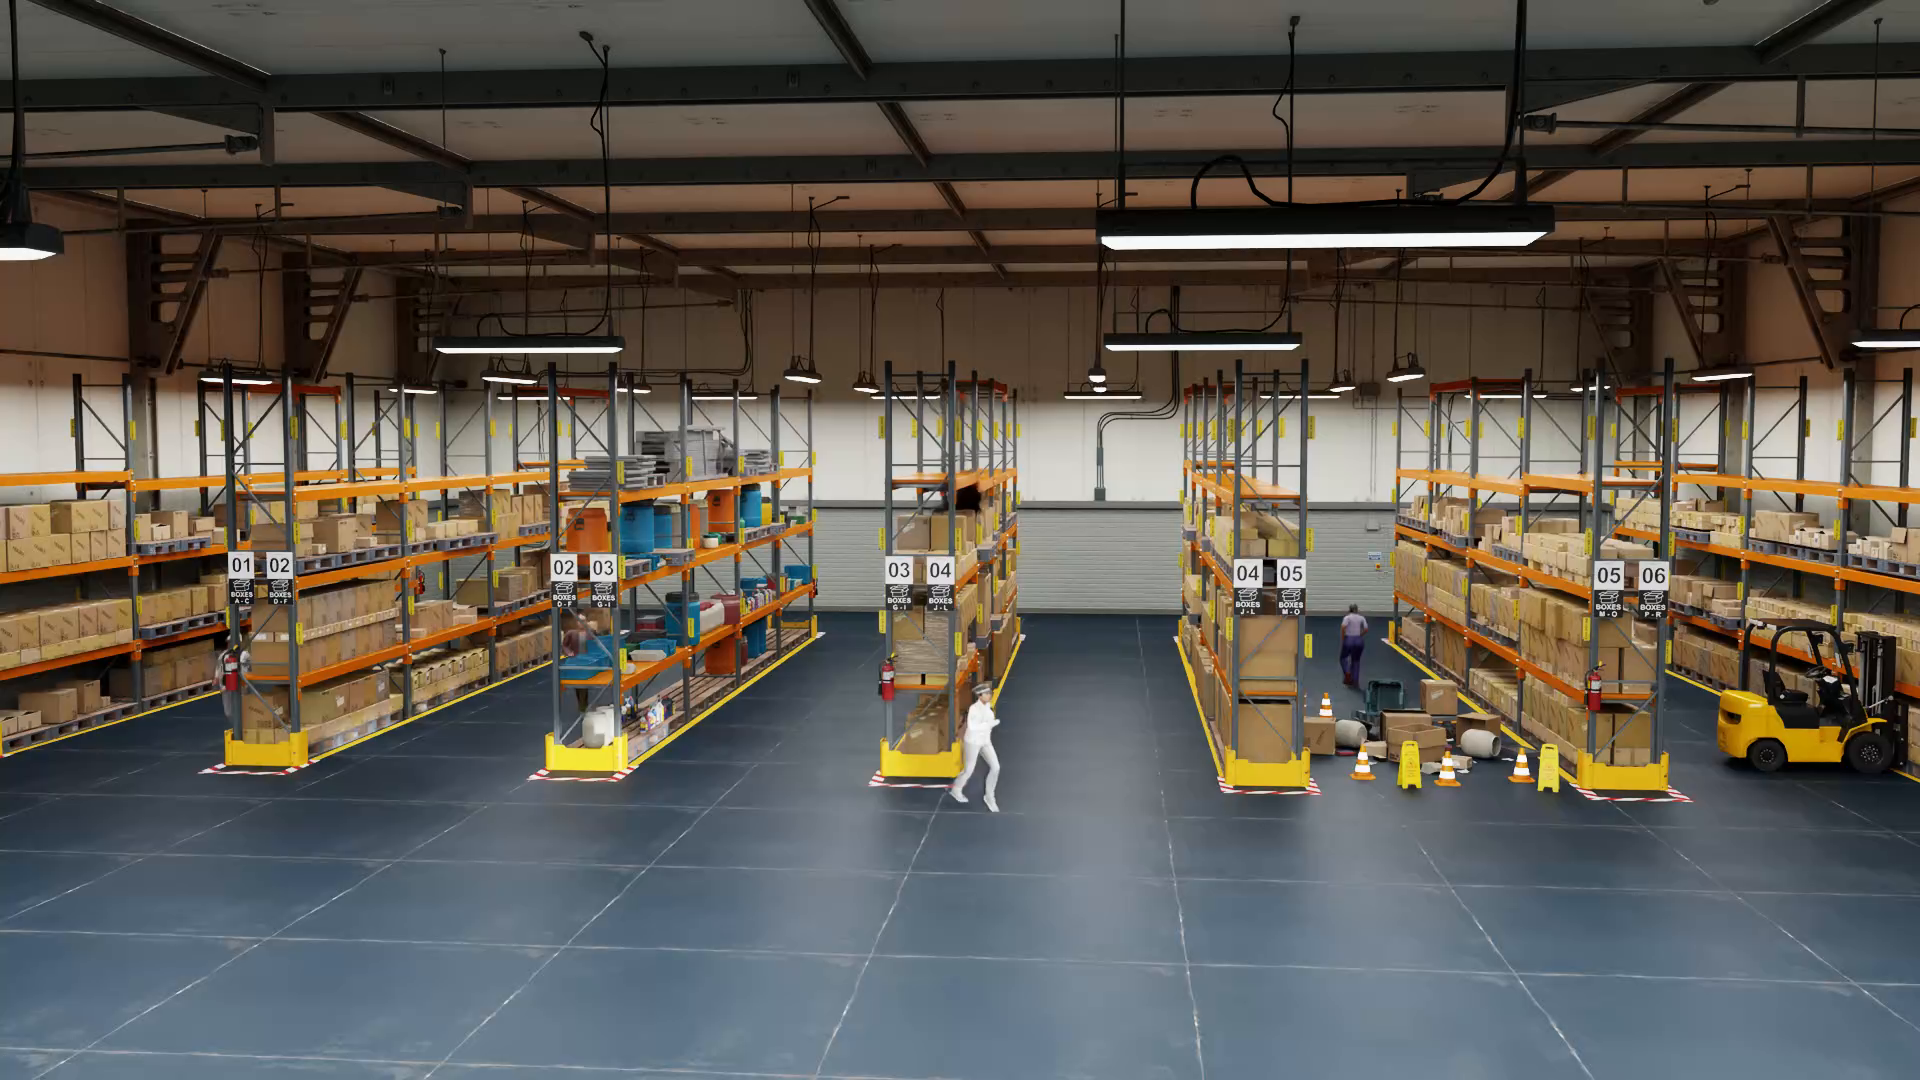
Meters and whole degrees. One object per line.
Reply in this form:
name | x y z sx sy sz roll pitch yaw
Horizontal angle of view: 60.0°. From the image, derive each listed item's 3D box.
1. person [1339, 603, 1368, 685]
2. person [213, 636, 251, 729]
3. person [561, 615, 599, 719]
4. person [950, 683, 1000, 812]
person | 7.711 2.043 32.714 0.603 1.609 0.562 0 4 -5
person | -11.651 2.389 26.788 0.671 1.770 0.799 0 4 1
person | -6.642 2.202 29.184 0.712 1.776 0.954 -1 4 -8
person | 0.218 2.734 21.972 0.803 1.747 0.593 3 5 41
